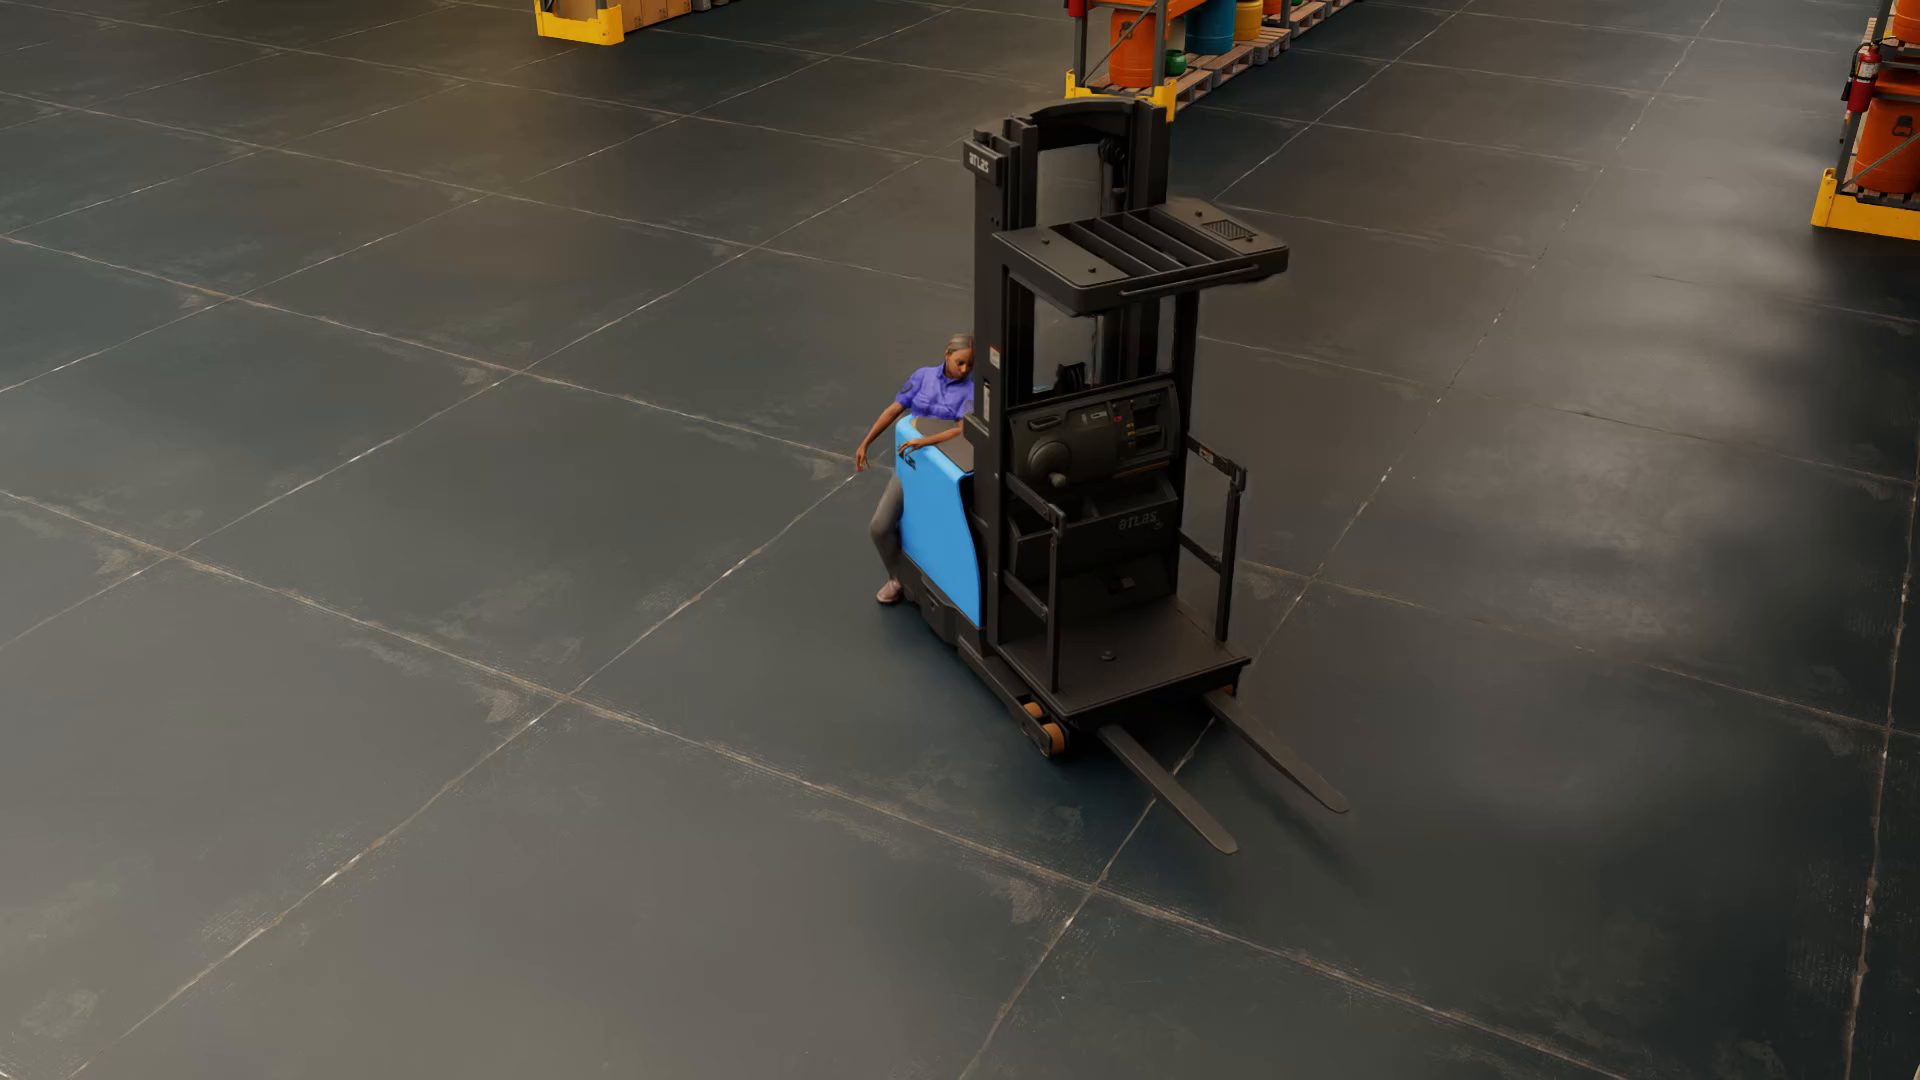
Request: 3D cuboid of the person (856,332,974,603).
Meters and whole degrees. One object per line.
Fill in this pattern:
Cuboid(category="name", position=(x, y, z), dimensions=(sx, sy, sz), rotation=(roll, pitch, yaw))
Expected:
Cuboid(category="person", position=(-0.180, -0.379, 9.121), dimensions=(0.810, 1.521, 0.802), rotation=(5, 30, 8))

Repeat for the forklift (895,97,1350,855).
Cuboid(category="forklift", position=(0.759, -0.462, 7.871), dimensions=(1.130, 2.935, 3.031), rotation=(-15, 33, -24))
